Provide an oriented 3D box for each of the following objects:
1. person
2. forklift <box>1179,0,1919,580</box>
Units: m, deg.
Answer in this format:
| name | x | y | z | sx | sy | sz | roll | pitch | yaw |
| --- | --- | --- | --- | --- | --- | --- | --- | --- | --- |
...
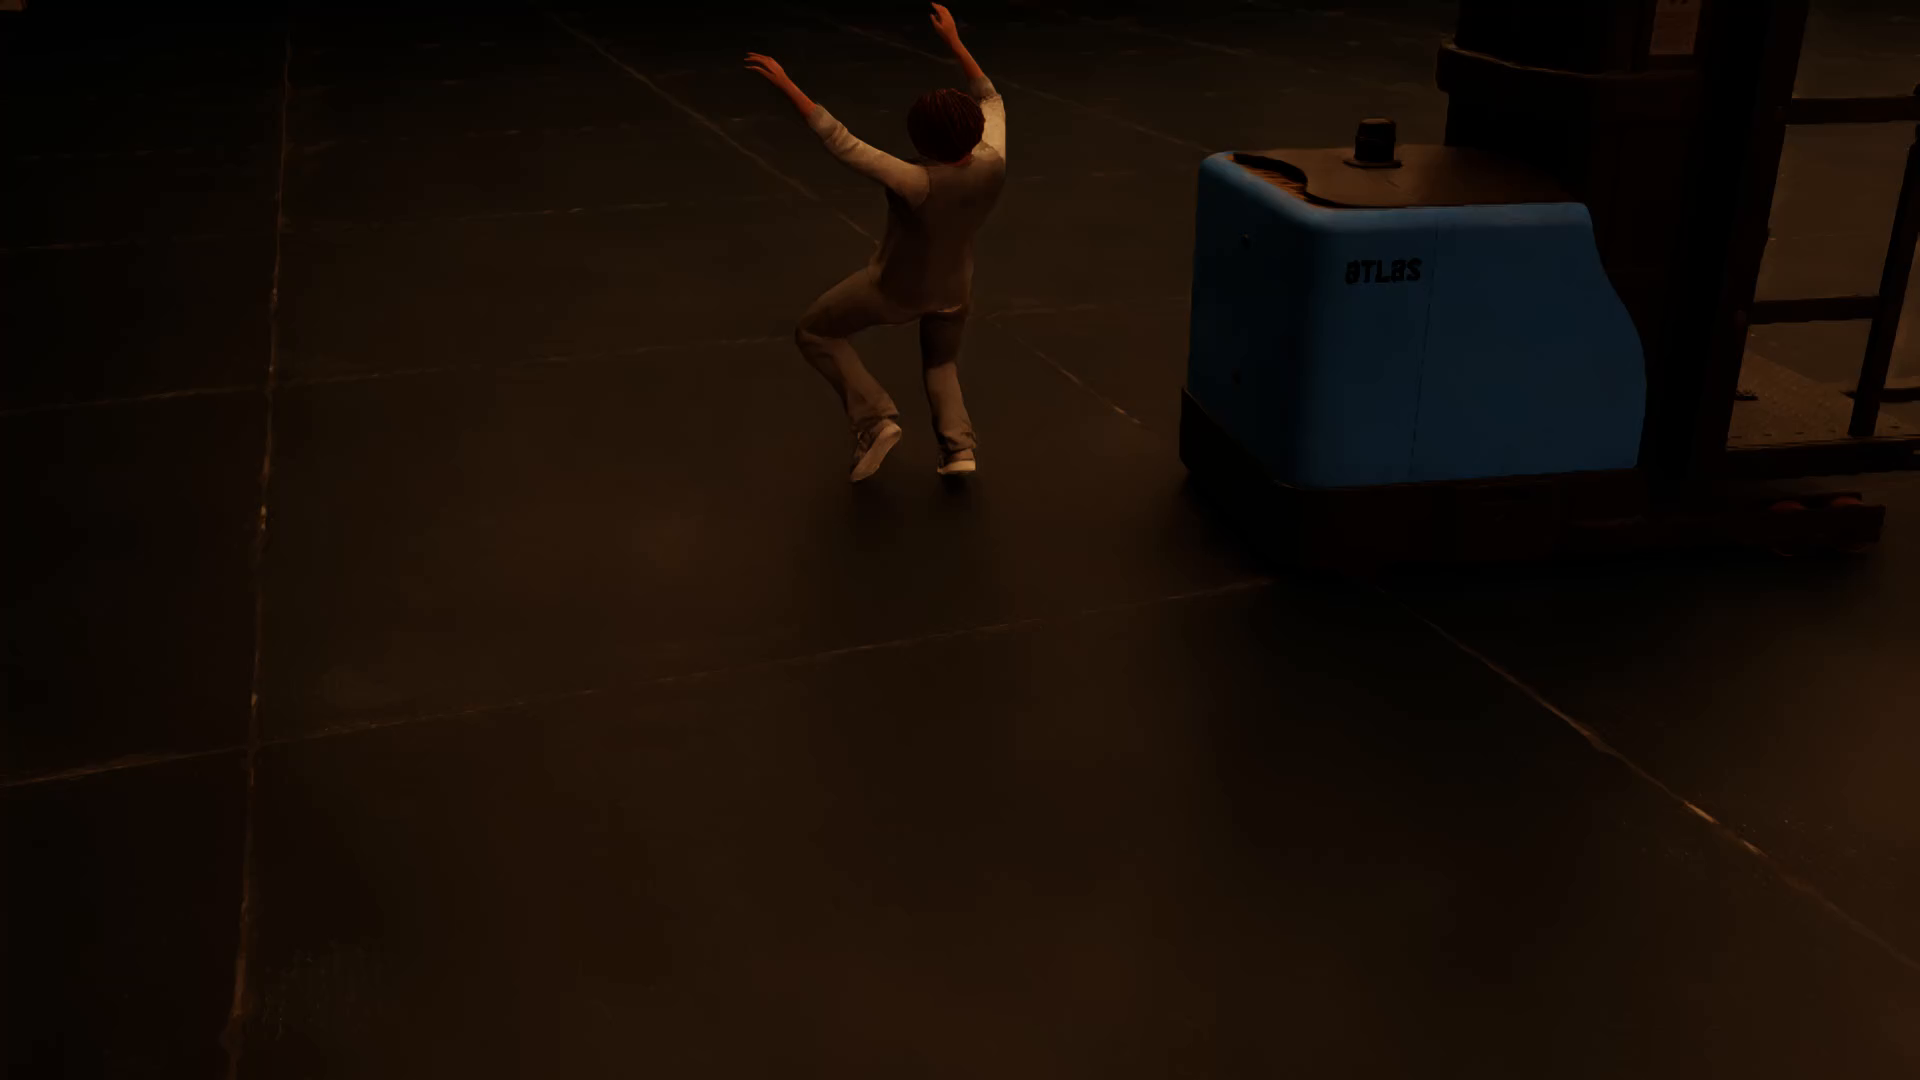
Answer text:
| name | x | y | z | sx | sy | sz | roll | pitch | yaw |
| --- | --- | --- | --- | --- | --- | --- | --- | --- | --- |
| person | -0.246 | -0.875 | 5.226 | 0.897 | 1.507 | 0.701 | -13 | 26 | -27 |
| forklift | 2.297 | -1.497 | 4.859 | 3.031 | 2.935 | 1.130 | -4 | 23 | -9 |
